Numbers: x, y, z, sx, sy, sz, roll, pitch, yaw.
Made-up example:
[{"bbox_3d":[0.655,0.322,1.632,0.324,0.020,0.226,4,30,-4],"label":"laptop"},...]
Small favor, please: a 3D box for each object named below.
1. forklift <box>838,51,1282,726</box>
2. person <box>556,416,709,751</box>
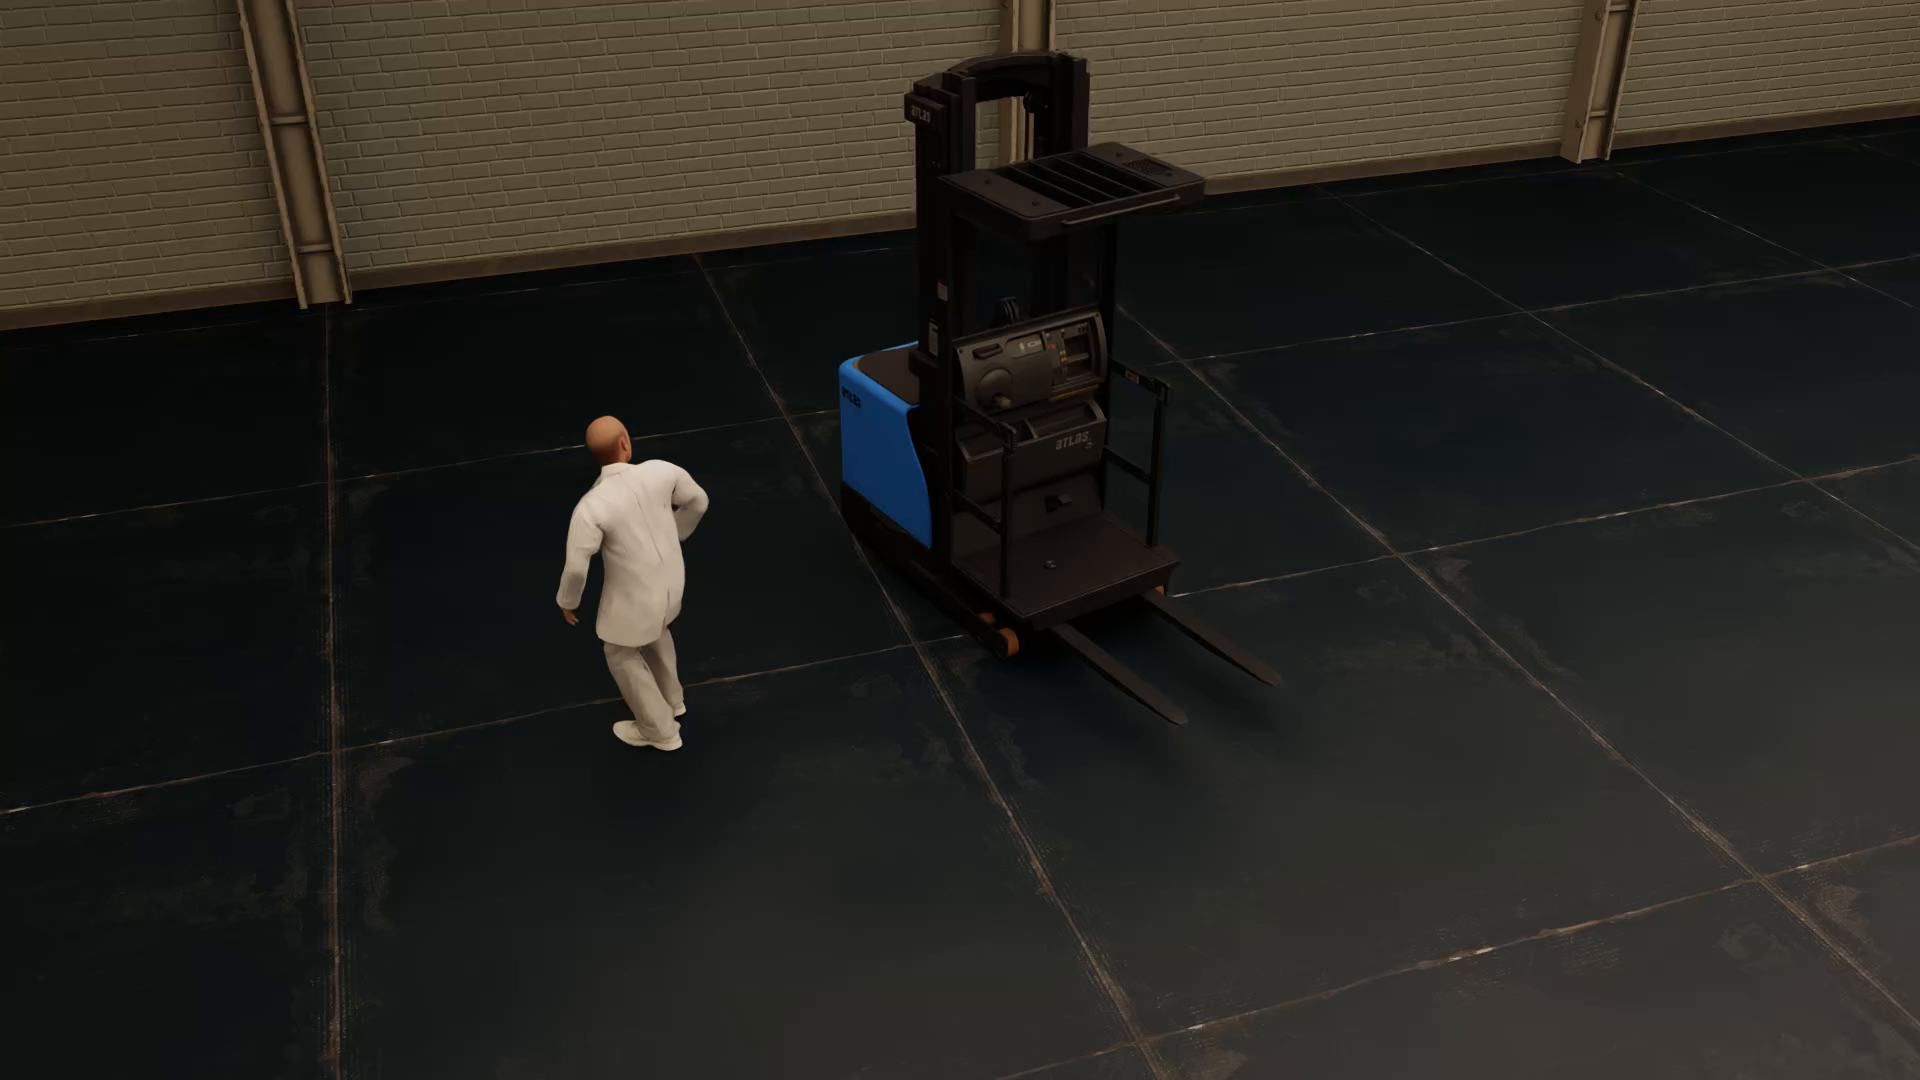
[{"bbox_3d":[0.506,-0.905,8.660,1.130,2.935,3.031,-18,35,-29],"label":"forklift"},{"bbox_3d":[-1.600,0.196,7.939,0.545,1.743,0.790,20,36,31],"label":"person"}]
